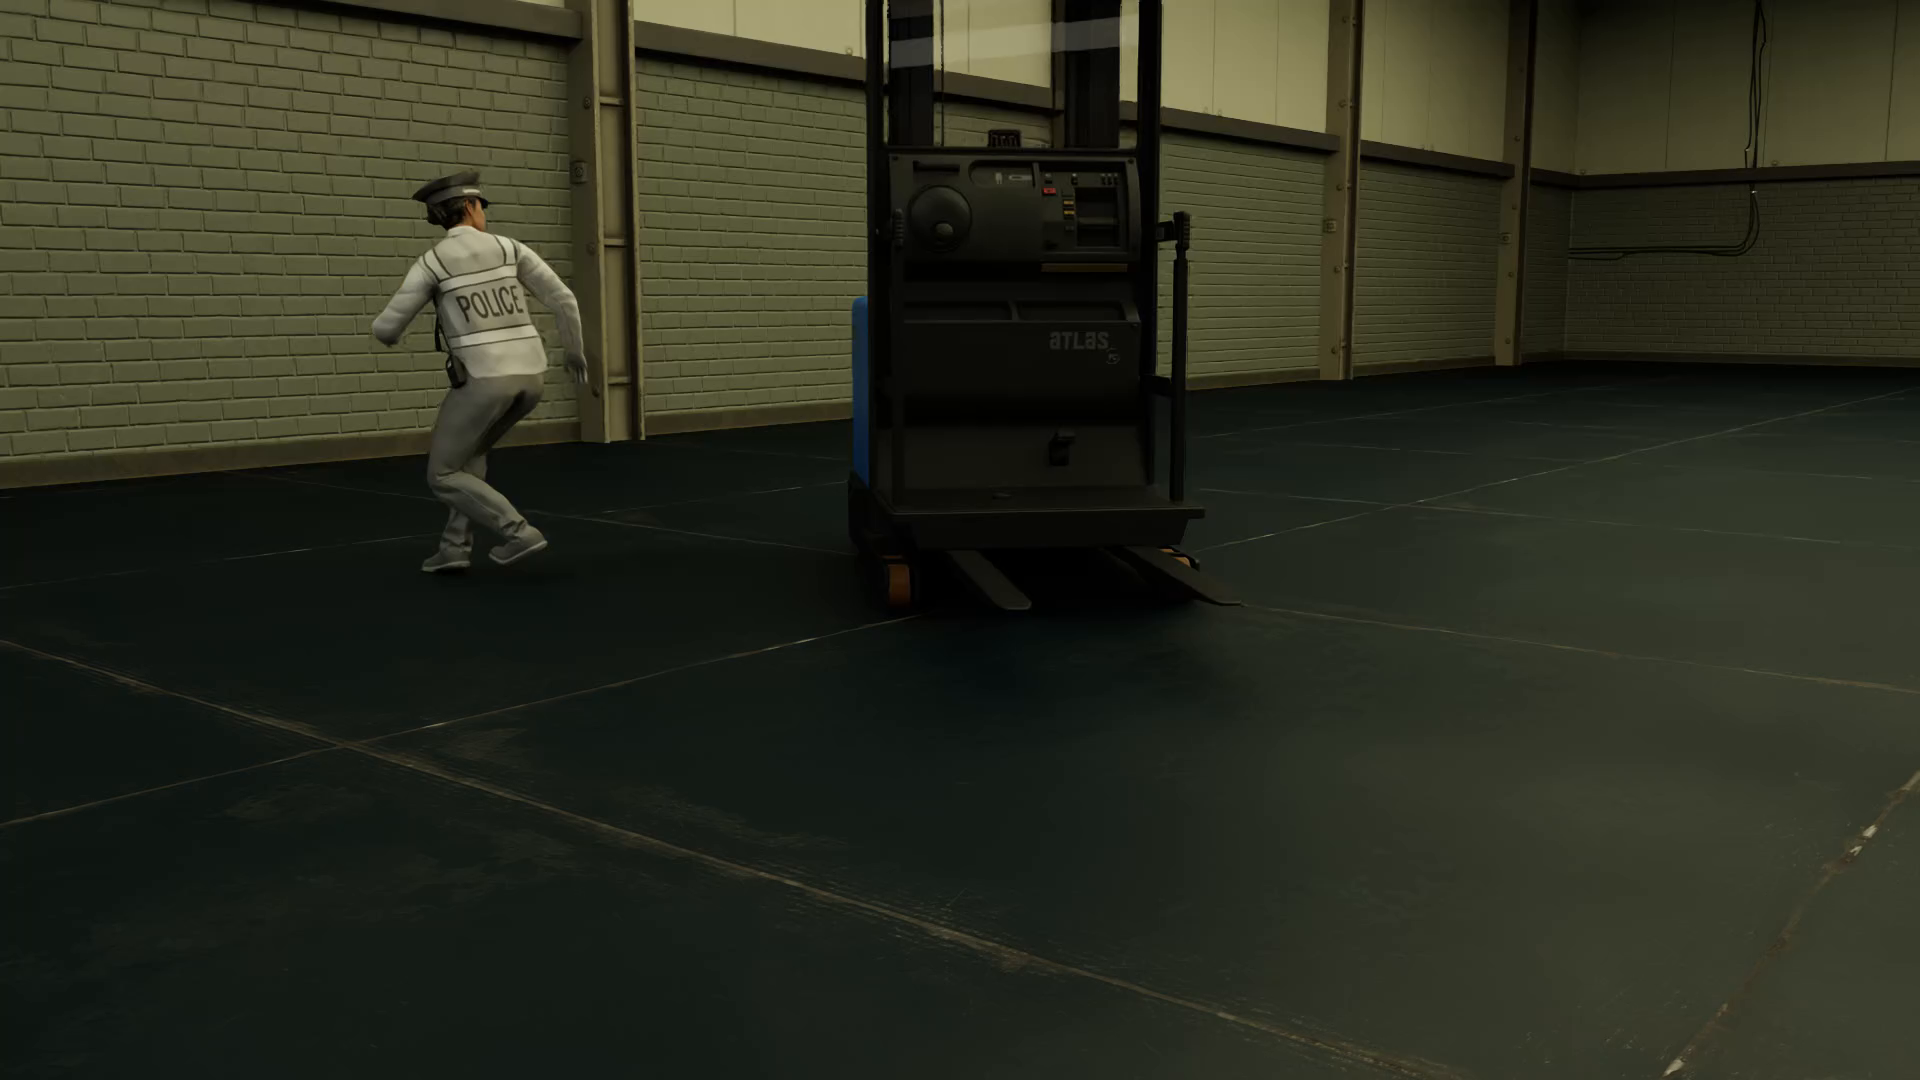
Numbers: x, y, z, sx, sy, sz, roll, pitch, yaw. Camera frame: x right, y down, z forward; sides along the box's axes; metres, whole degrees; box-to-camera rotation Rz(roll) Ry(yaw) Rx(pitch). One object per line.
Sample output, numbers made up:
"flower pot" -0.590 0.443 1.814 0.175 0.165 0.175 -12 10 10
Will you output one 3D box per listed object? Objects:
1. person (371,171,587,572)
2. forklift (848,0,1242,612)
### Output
"person" -1.852 -0.640 6.484 0.802 1.552 0.814 7 11 41
"forklift" 0.237 -1.263 5.912 1.130 2.935 3.031 -1 8 -8
